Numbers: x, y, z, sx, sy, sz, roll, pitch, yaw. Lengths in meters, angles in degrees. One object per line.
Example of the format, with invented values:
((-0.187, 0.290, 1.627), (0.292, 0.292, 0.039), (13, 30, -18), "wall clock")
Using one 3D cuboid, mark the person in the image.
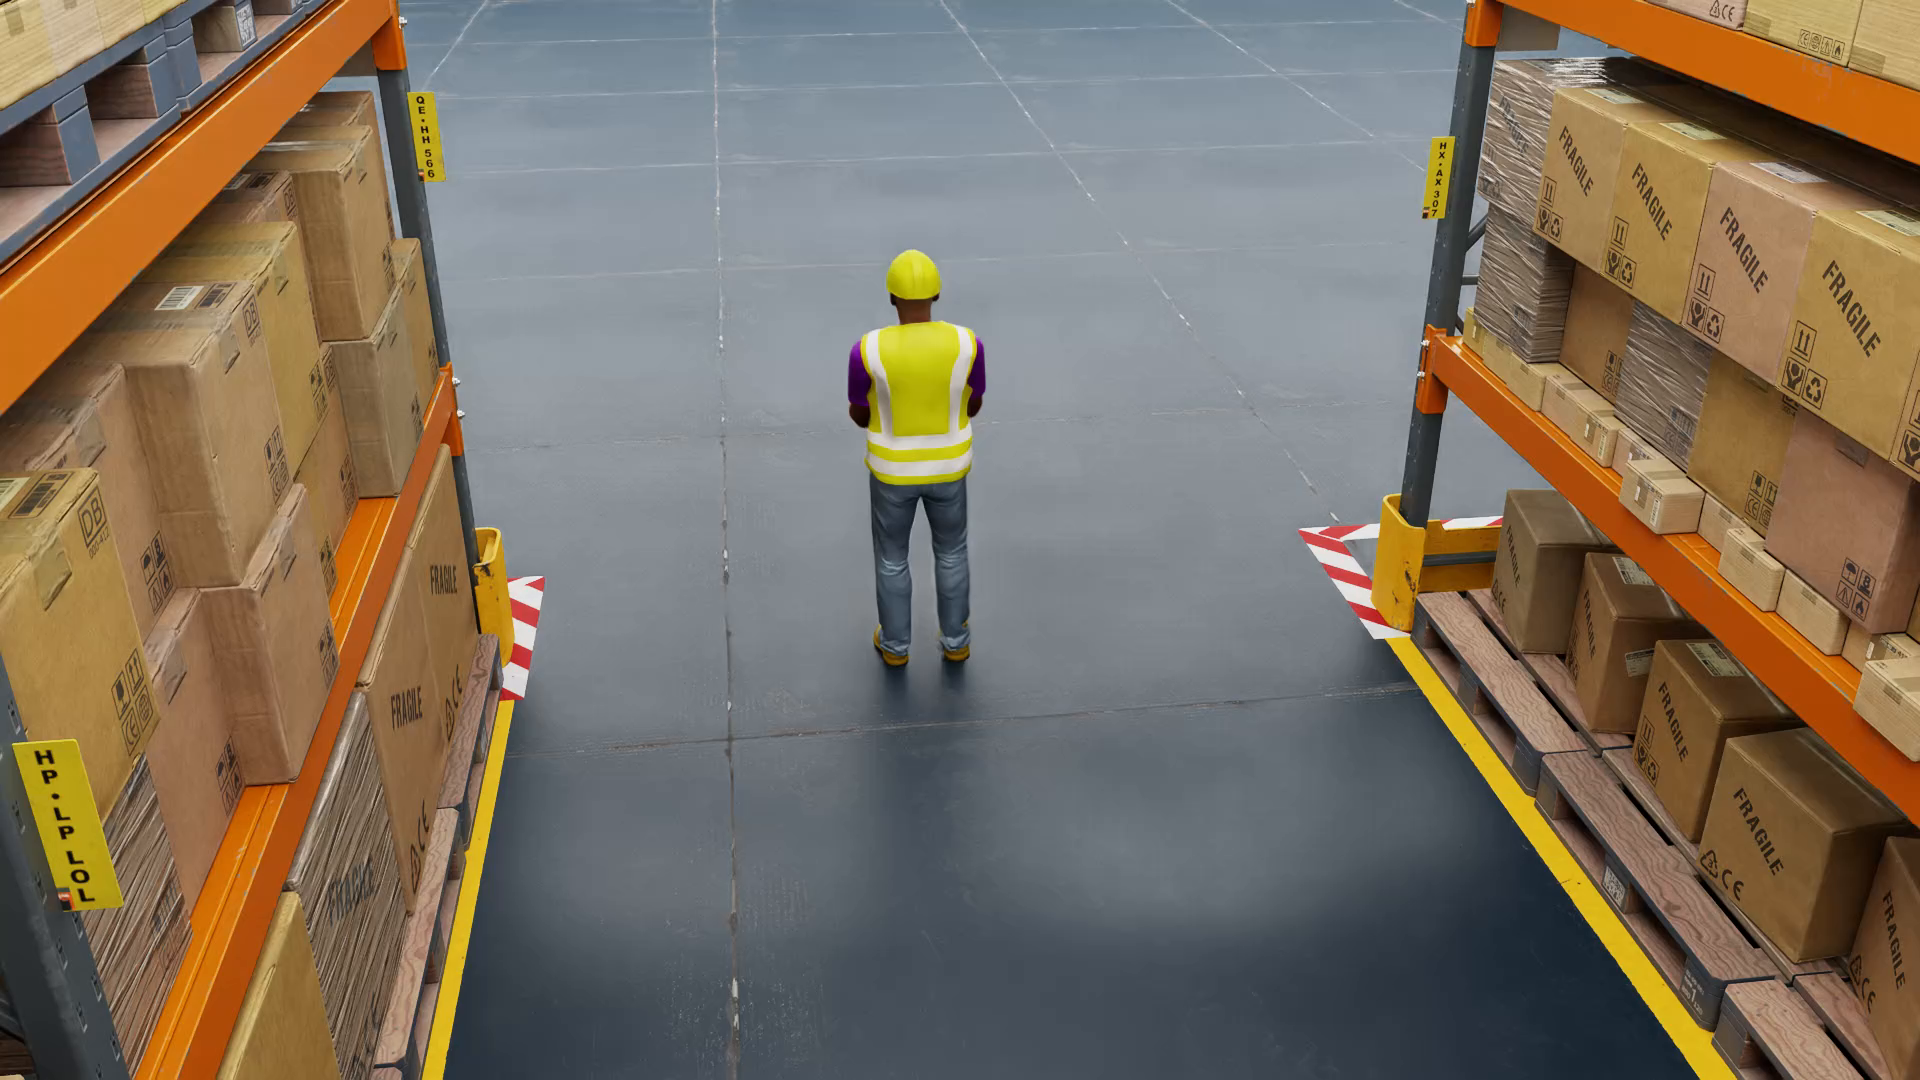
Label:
((-0.180, -0.313, 6.712), (0.615, 1.760, 0.457), (-5, 27, -9), "person")
